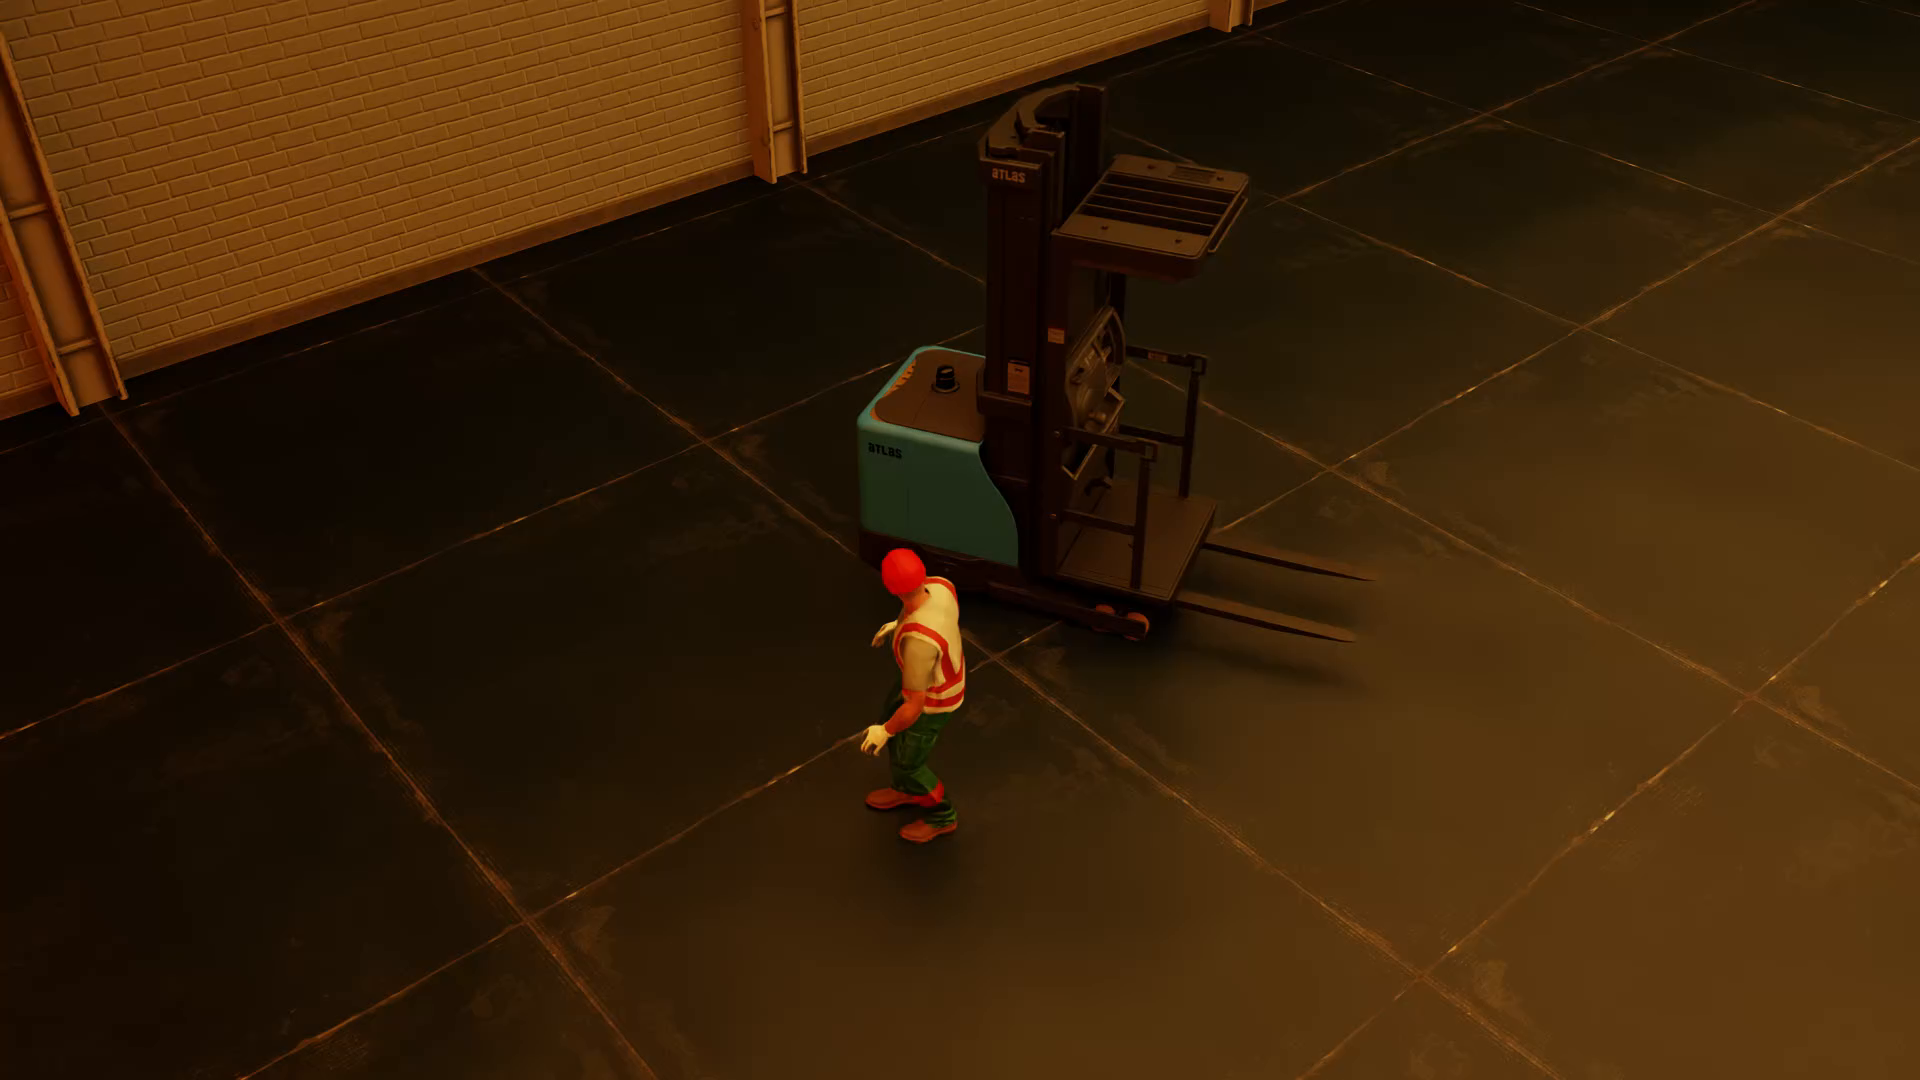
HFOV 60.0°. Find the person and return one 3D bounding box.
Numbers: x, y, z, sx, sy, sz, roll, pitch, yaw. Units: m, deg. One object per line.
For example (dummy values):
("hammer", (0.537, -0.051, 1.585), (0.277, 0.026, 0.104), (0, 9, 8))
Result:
("person", (-0.232, 0.747, 8.036), (0.518, 1.732, 0.755), (0, 36, 1))

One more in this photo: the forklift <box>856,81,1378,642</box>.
("forklift", (0.948, -0.952, 9.320), (3.031, 2.935, 1.130), (14, 38, 18))
